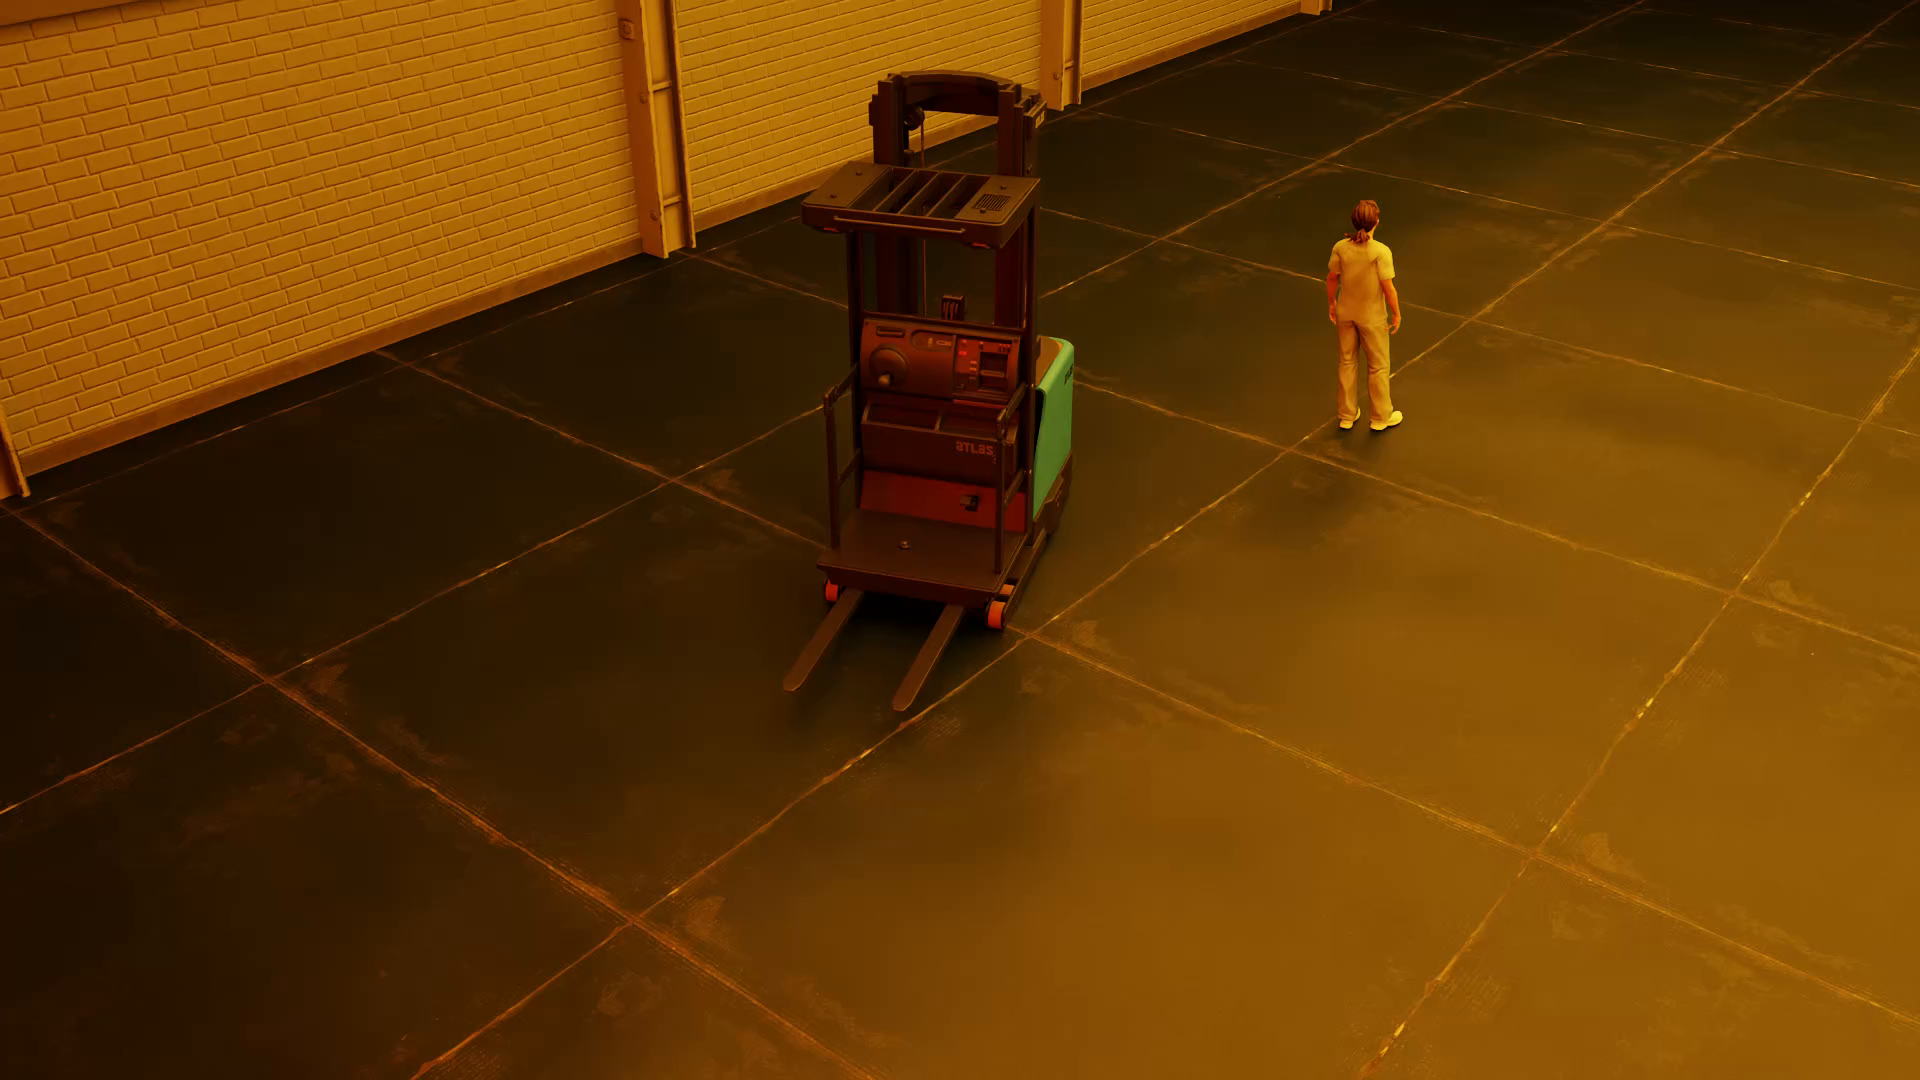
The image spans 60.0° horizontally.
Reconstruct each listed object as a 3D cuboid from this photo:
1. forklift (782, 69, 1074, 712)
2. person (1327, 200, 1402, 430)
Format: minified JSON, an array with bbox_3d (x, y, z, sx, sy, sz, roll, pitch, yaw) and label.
[{"bbox_3d":[-0.176,-0.972,9.258,1.130,2.935,3.031,9,31,14],"label":"forklift"},{"bbox_3d":[2.812,-1.565,11.502,0.550,1.673,0.548,21,37,32],"label":"person"}]
